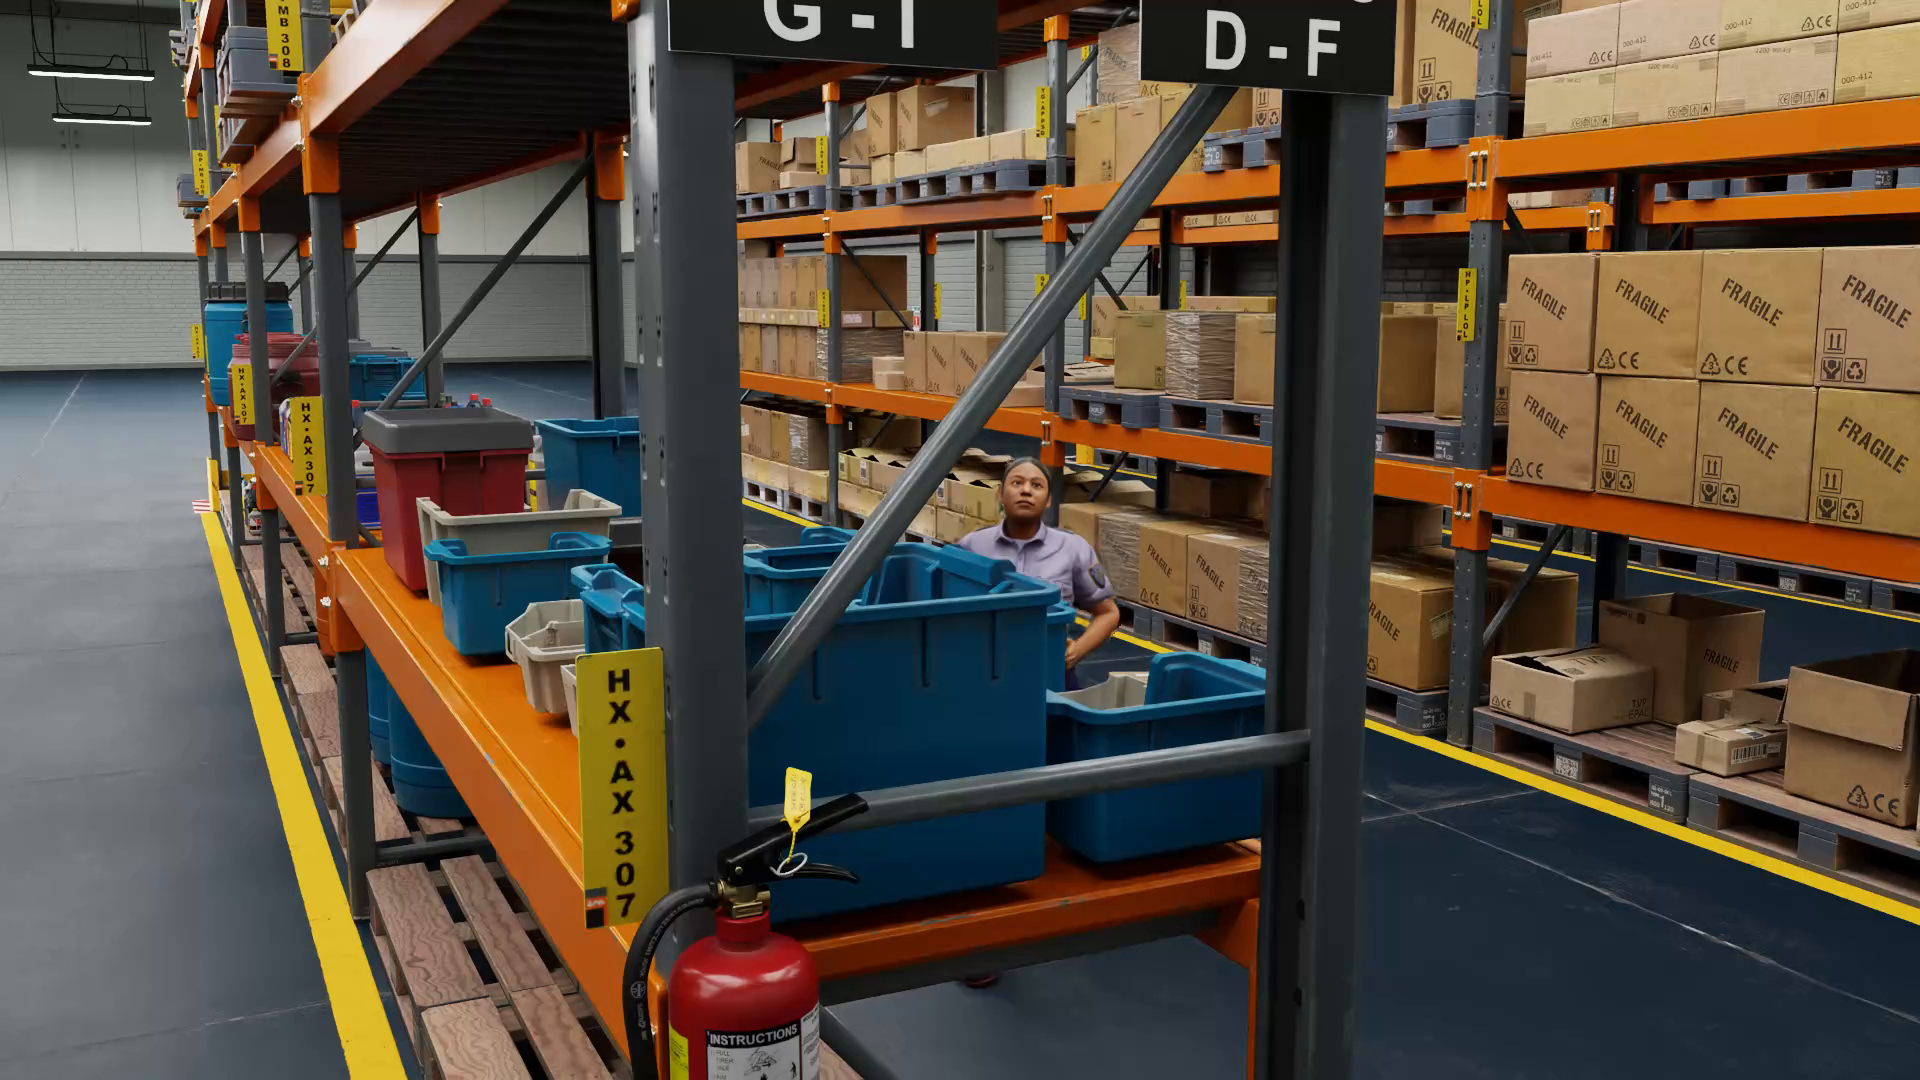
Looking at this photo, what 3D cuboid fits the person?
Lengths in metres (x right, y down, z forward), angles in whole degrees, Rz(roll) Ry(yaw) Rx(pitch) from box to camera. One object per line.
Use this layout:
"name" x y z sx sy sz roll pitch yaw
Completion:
"person" 0.191 0.552 5.411 0.642 1.628 0.763 1 9 7
